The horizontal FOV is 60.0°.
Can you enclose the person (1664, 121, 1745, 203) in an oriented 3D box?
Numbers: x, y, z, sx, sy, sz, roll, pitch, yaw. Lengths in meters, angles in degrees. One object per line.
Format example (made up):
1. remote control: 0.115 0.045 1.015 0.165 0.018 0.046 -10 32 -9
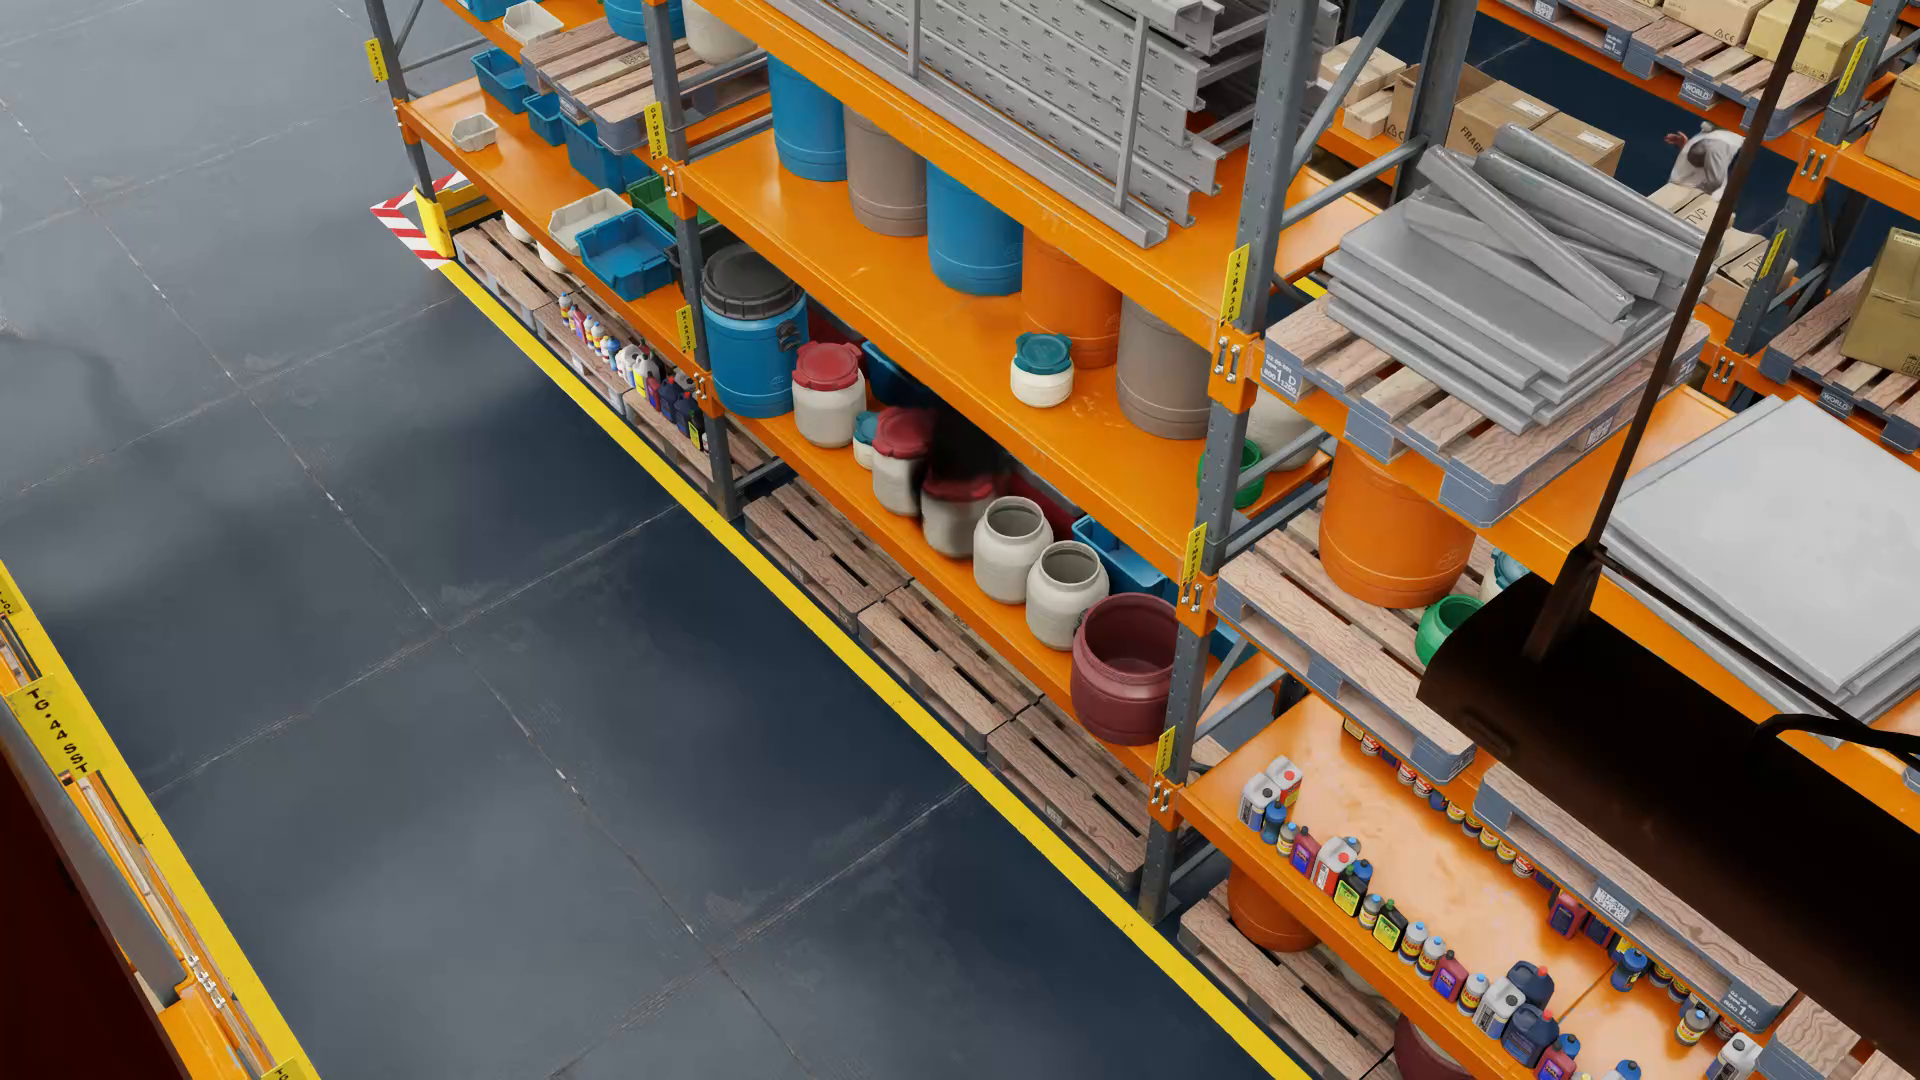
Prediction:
1. person: 5.342 -2.496 12.149 0.635 1.822 0.756 -31 54 -26
